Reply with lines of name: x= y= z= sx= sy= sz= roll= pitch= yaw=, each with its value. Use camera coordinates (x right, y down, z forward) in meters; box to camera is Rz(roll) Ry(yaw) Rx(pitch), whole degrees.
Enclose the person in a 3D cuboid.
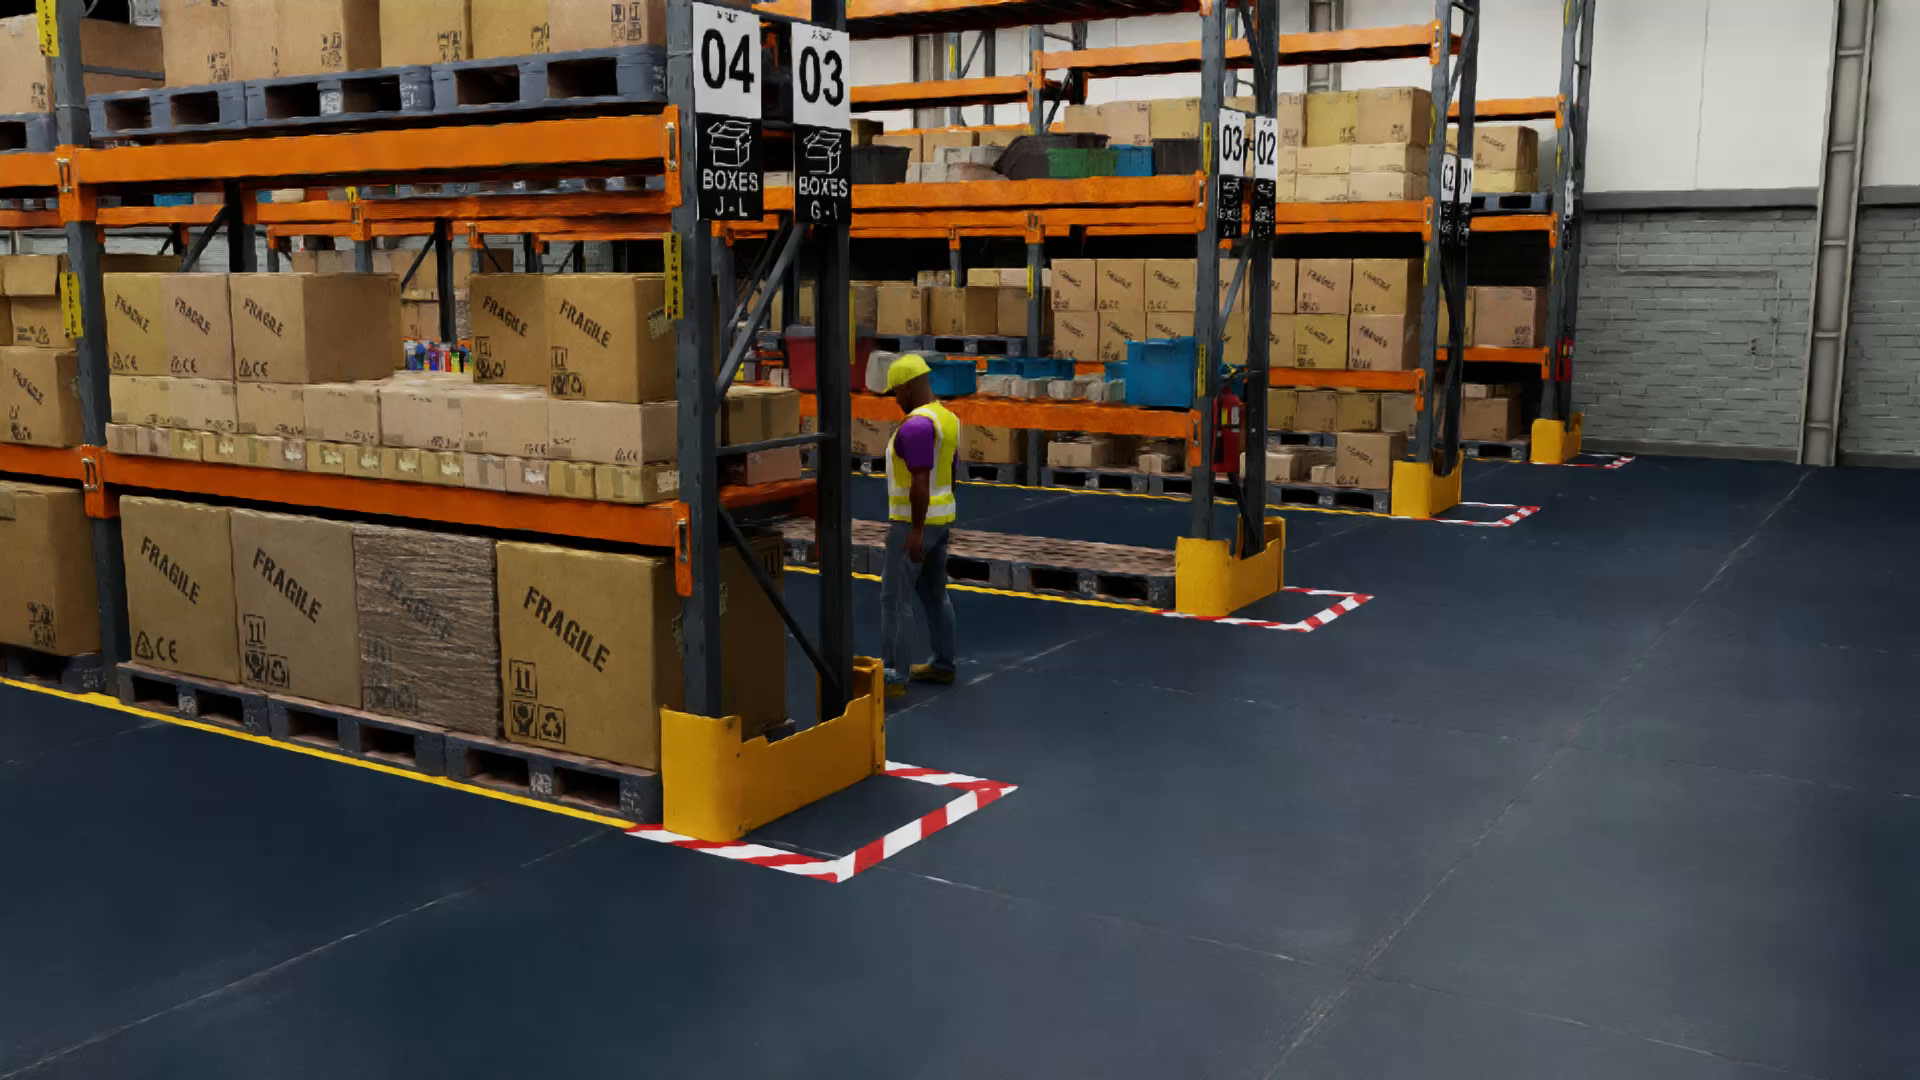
person: x=-0.275 y=-0.082 z=8.682 sx=0.465 sy=1.759 sz=0.719 roll=3 pitch=10 yaw=17
